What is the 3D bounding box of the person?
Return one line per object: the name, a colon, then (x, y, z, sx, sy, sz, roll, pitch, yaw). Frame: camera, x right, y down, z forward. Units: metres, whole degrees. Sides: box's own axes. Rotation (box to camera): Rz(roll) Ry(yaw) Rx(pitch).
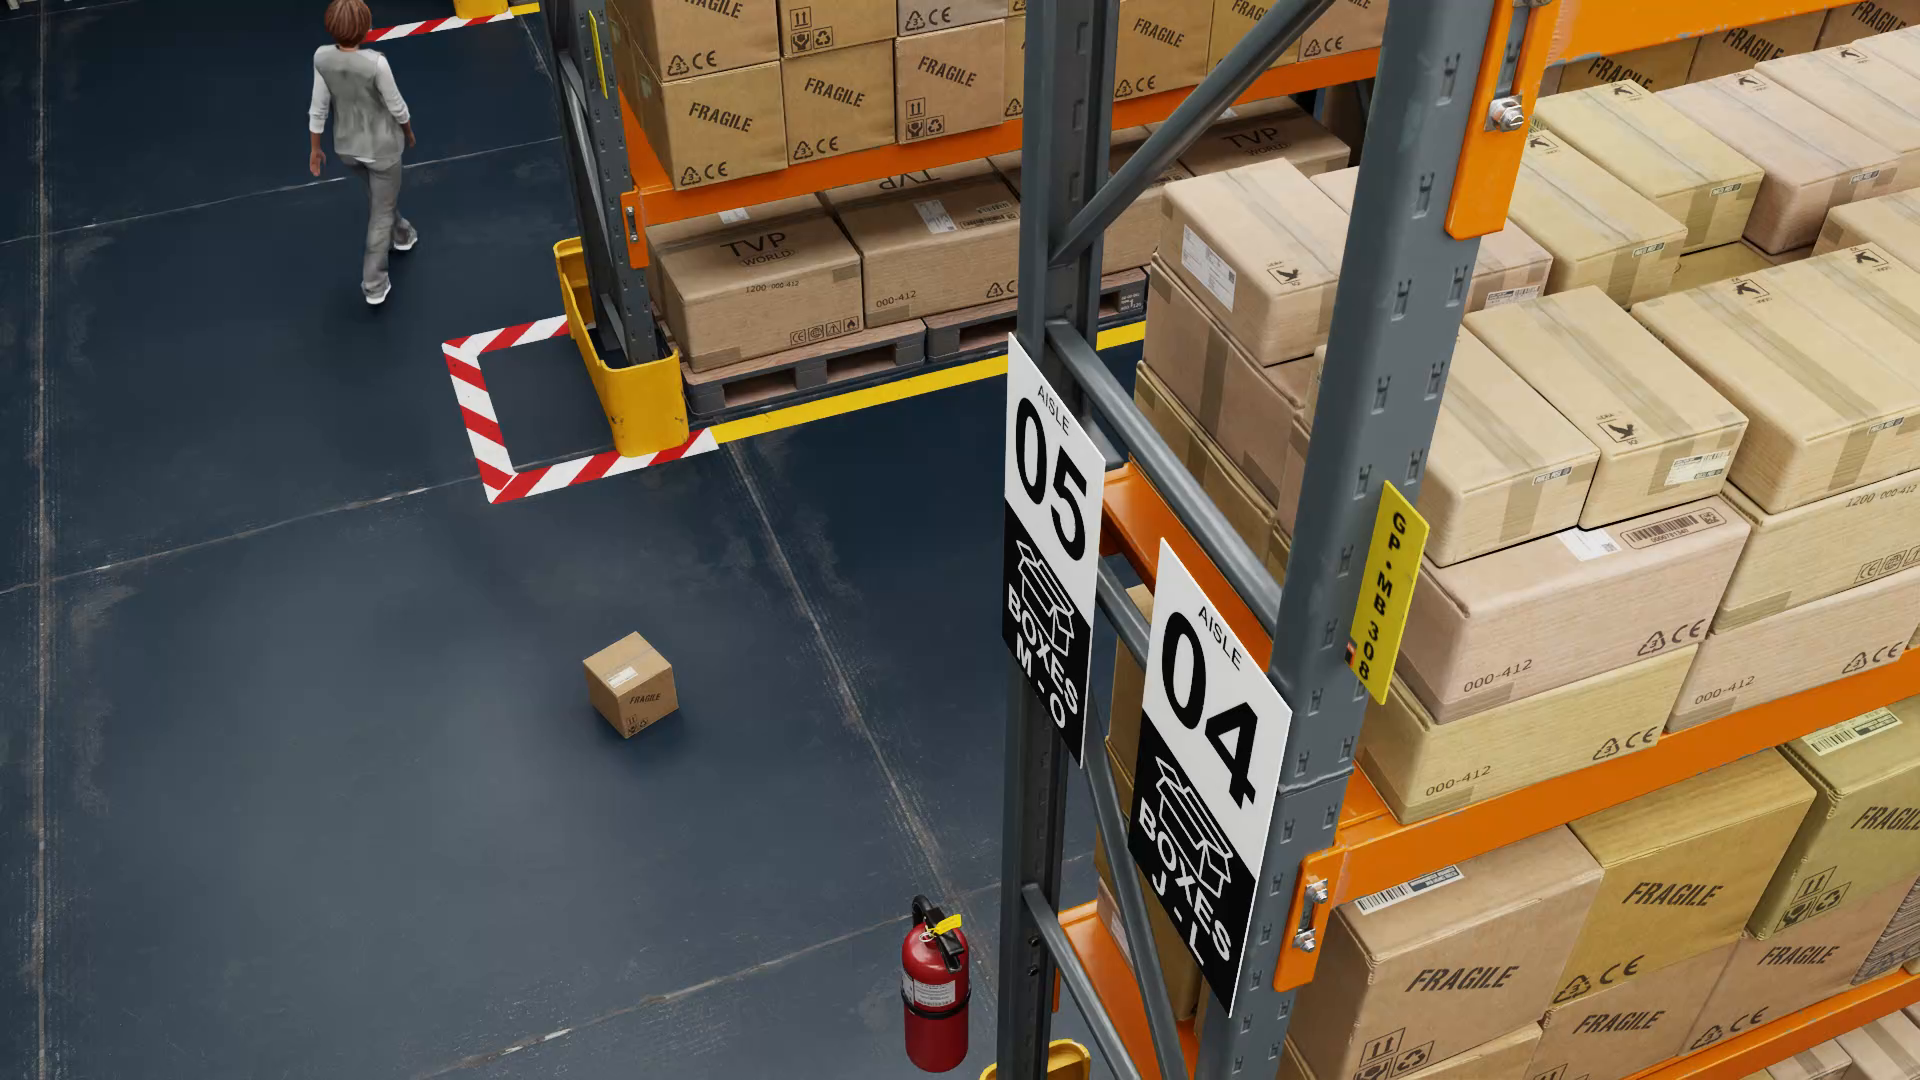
person: (-2.949, -2.003, 8.356, 0.489, 1.573, 0.755, 9, 43, 9)
